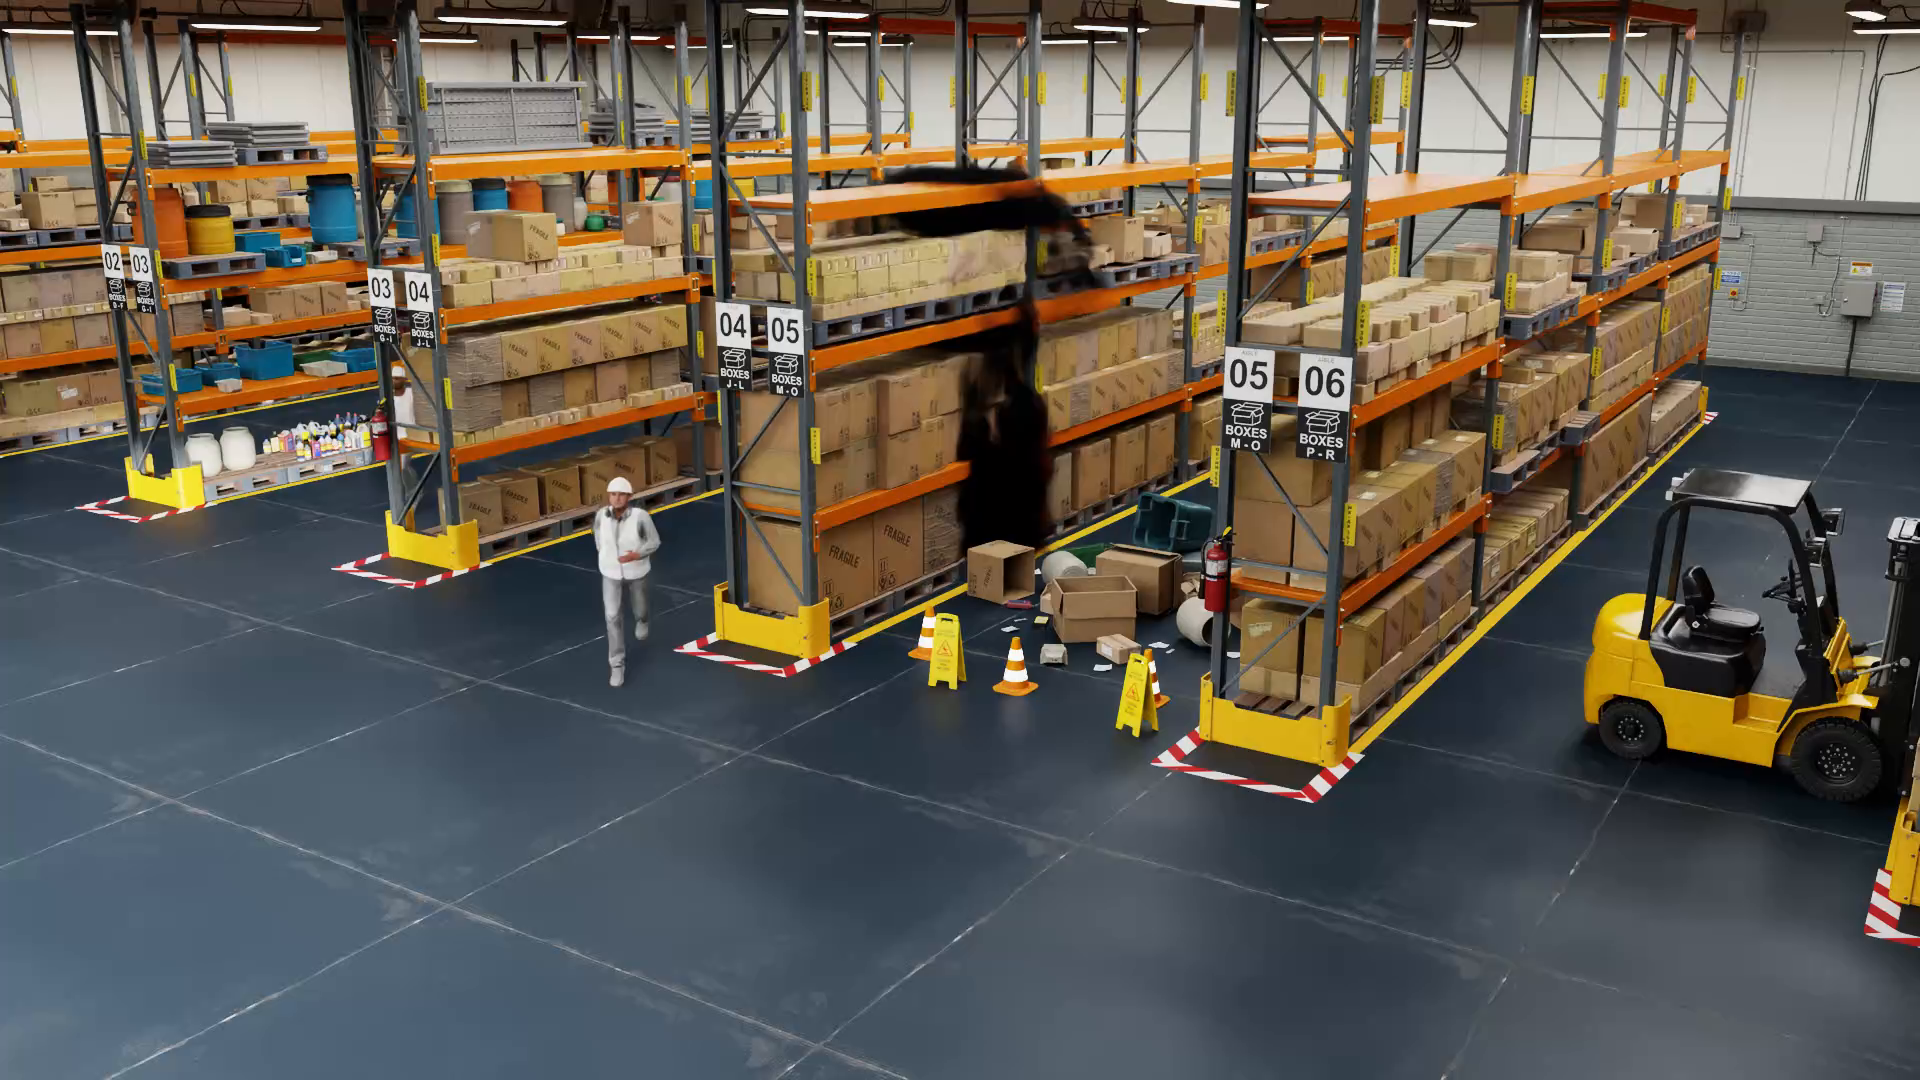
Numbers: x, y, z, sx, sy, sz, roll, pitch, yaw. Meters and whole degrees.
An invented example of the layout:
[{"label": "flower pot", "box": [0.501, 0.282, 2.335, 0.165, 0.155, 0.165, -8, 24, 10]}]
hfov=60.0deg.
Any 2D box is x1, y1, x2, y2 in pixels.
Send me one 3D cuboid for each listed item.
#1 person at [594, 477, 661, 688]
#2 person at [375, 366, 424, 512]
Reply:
[{"label": "person", "box": [-2.965, 0.302, 14.880, 0.614, 1.804, 1.098, -1, 16, -5]}, {"label": "person", "box": [-6.810, -1.219, 20.332, 0.668, 1.815, 0.739, 5, 16, 17]}]
